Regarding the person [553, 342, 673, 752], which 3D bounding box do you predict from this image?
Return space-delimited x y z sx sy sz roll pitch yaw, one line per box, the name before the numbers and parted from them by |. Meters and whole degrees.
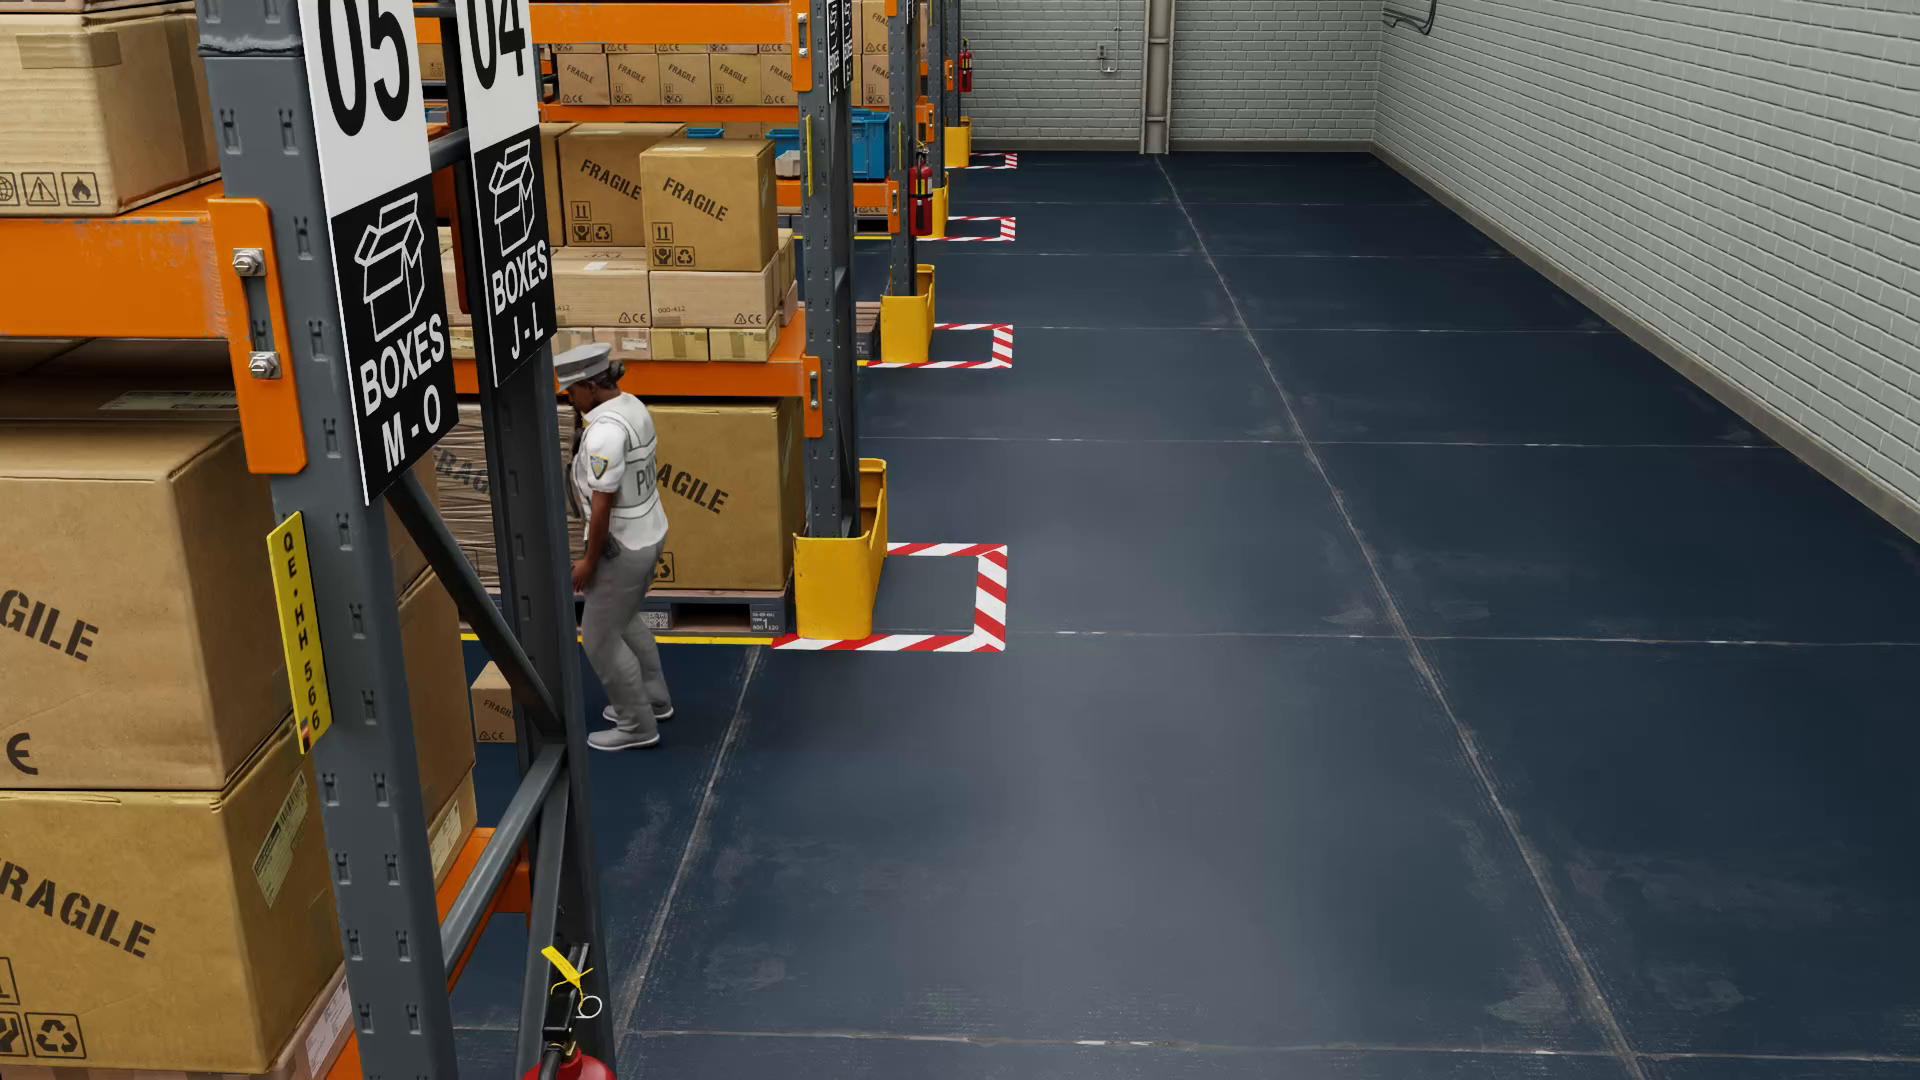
person | -1.354 0.037 6.533 0.394 1.641 0.448 1 21 3
